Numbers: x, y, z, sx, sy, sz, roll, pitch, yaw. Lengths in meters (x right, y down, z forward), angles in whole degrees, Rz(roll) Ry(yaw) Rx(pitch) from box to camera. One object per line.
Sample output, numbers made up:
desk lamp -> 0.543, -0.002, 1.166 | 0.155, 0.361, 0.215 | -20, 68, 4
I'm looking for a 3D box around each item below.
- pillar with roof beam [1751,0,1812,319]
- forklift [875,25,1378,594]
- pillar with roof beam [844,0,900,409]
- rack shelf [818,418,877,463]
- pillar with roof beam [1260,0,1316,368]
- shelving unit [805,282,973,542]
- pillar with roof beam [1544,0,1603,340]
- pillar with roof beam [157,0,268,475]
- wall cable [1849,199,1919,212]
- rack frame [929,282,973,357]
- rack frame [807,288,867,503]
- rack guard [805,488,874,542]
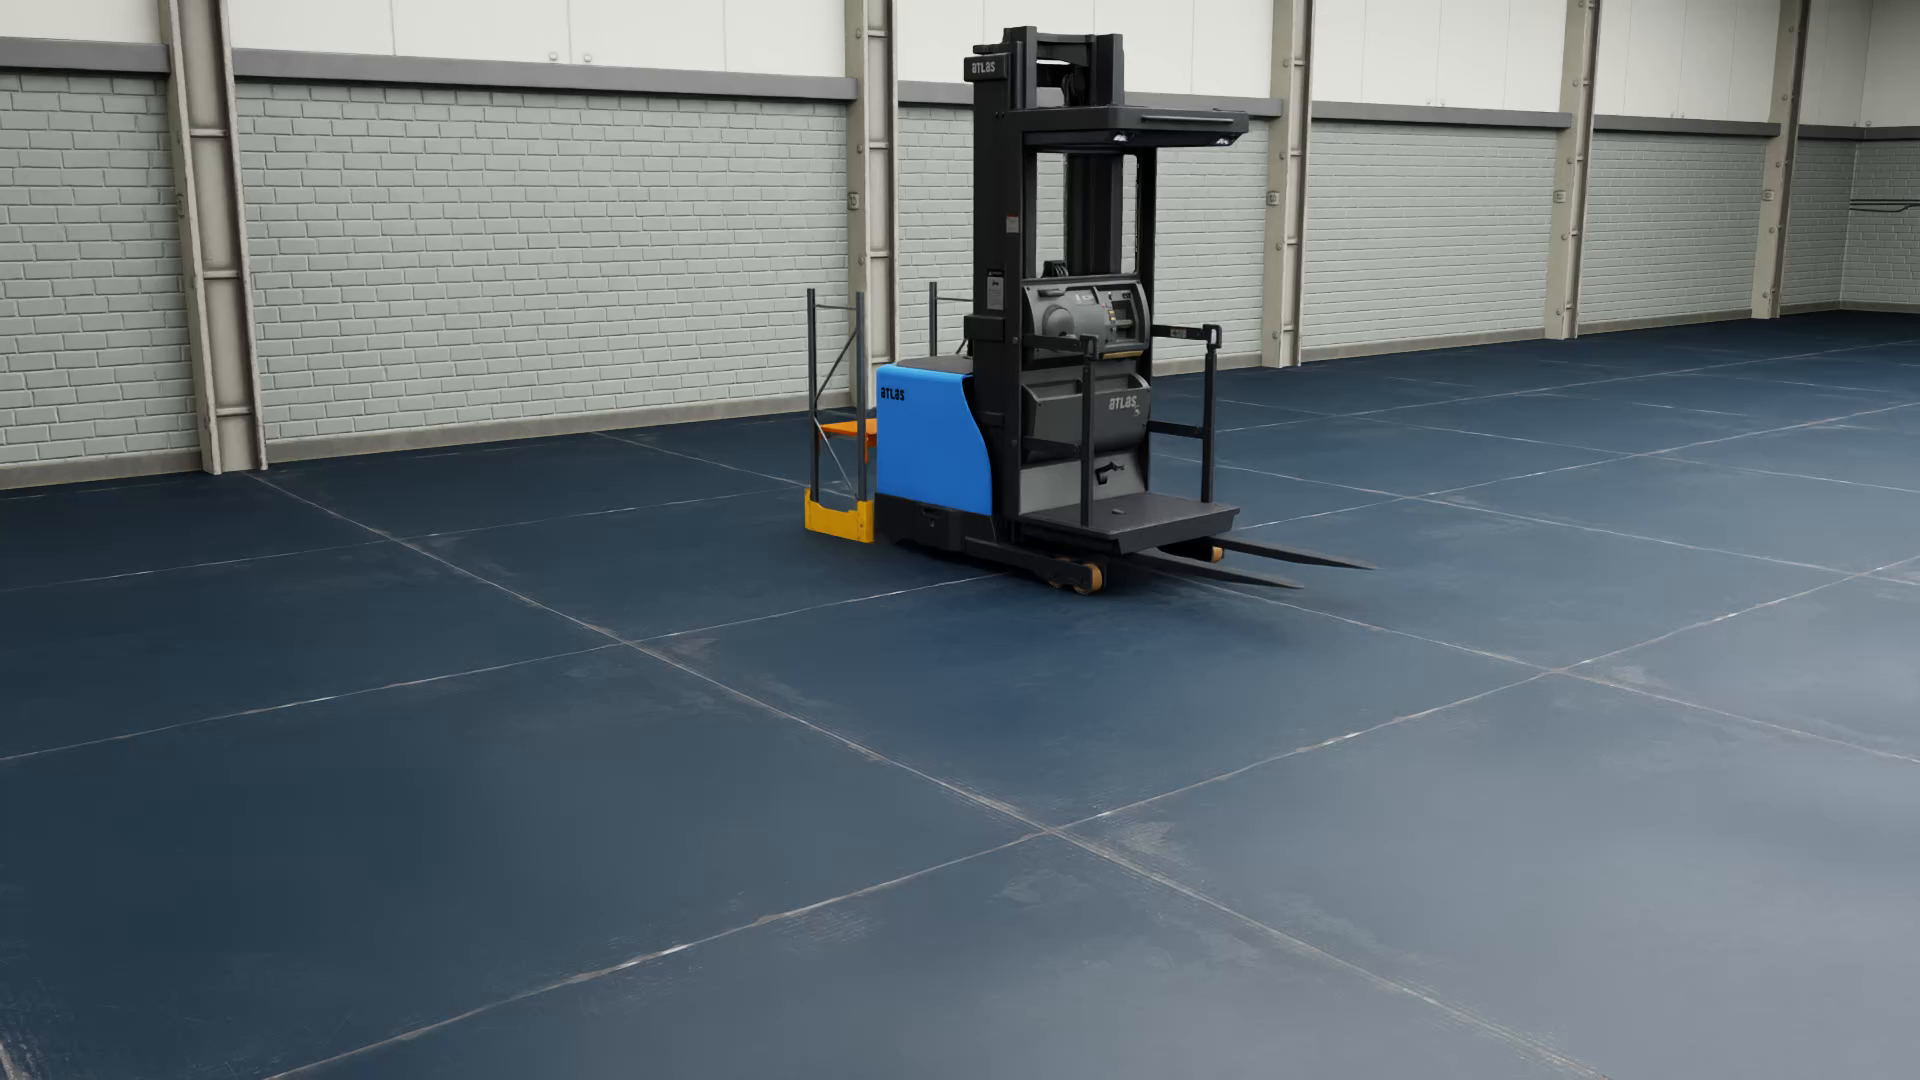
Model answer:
pillar with roof beam -> 15.910, -7.356, 23.108 | 0.400, 9.000, 9.100 | -9, 15, -38
forklift -> 0.850, -1.266, 9.032 | 1.130, 2.935, 3.031 | -11, 16, -41
pillar with roof beam -> 1.855, -5.021, 12.108 | 0.400, 9.000, 9.100 | -9, 15, -38
rack shelf -> -0.382, -0.664, 10.511 | 1.000, 0.185, 0.538 | -11, 16, -43
pillar with roof beam -> 6.540, -5.799, 15.775 | 0.400, 9.000, 9.100 | -9, 15, -38
shelving unit -> -0.389, -0.839, 10.467 | 1.083, 1.500, 0.587 | -11, 16, -43
pillar with roof beam -> 11.225, -6.578, 19.441 | 0.400, 9.000, 9.100 | -9, 15, -38
pillar with roof beam -> -2.830, -4.242, 8.442 | 0.400, 9.000, 9.100 | -9, 15, -38
wall cable -> 16.347, -6.703, 27.509 | 0.112, 2.526, 3.097 | -9, 15, -38
rack frame -> -0.016, -0.913, 10.818 | 0.032, 1.500, 0.500 | -11, 16, -43
rack frame -> -0.749, -0.767, 10.129 | 0.032, 1.500, 0.500 | -11, 16, -43
rack guard -> -0.748, -0.156, 10.259 | 0.087, 0.250, 0.587 | -11, 16, -43
